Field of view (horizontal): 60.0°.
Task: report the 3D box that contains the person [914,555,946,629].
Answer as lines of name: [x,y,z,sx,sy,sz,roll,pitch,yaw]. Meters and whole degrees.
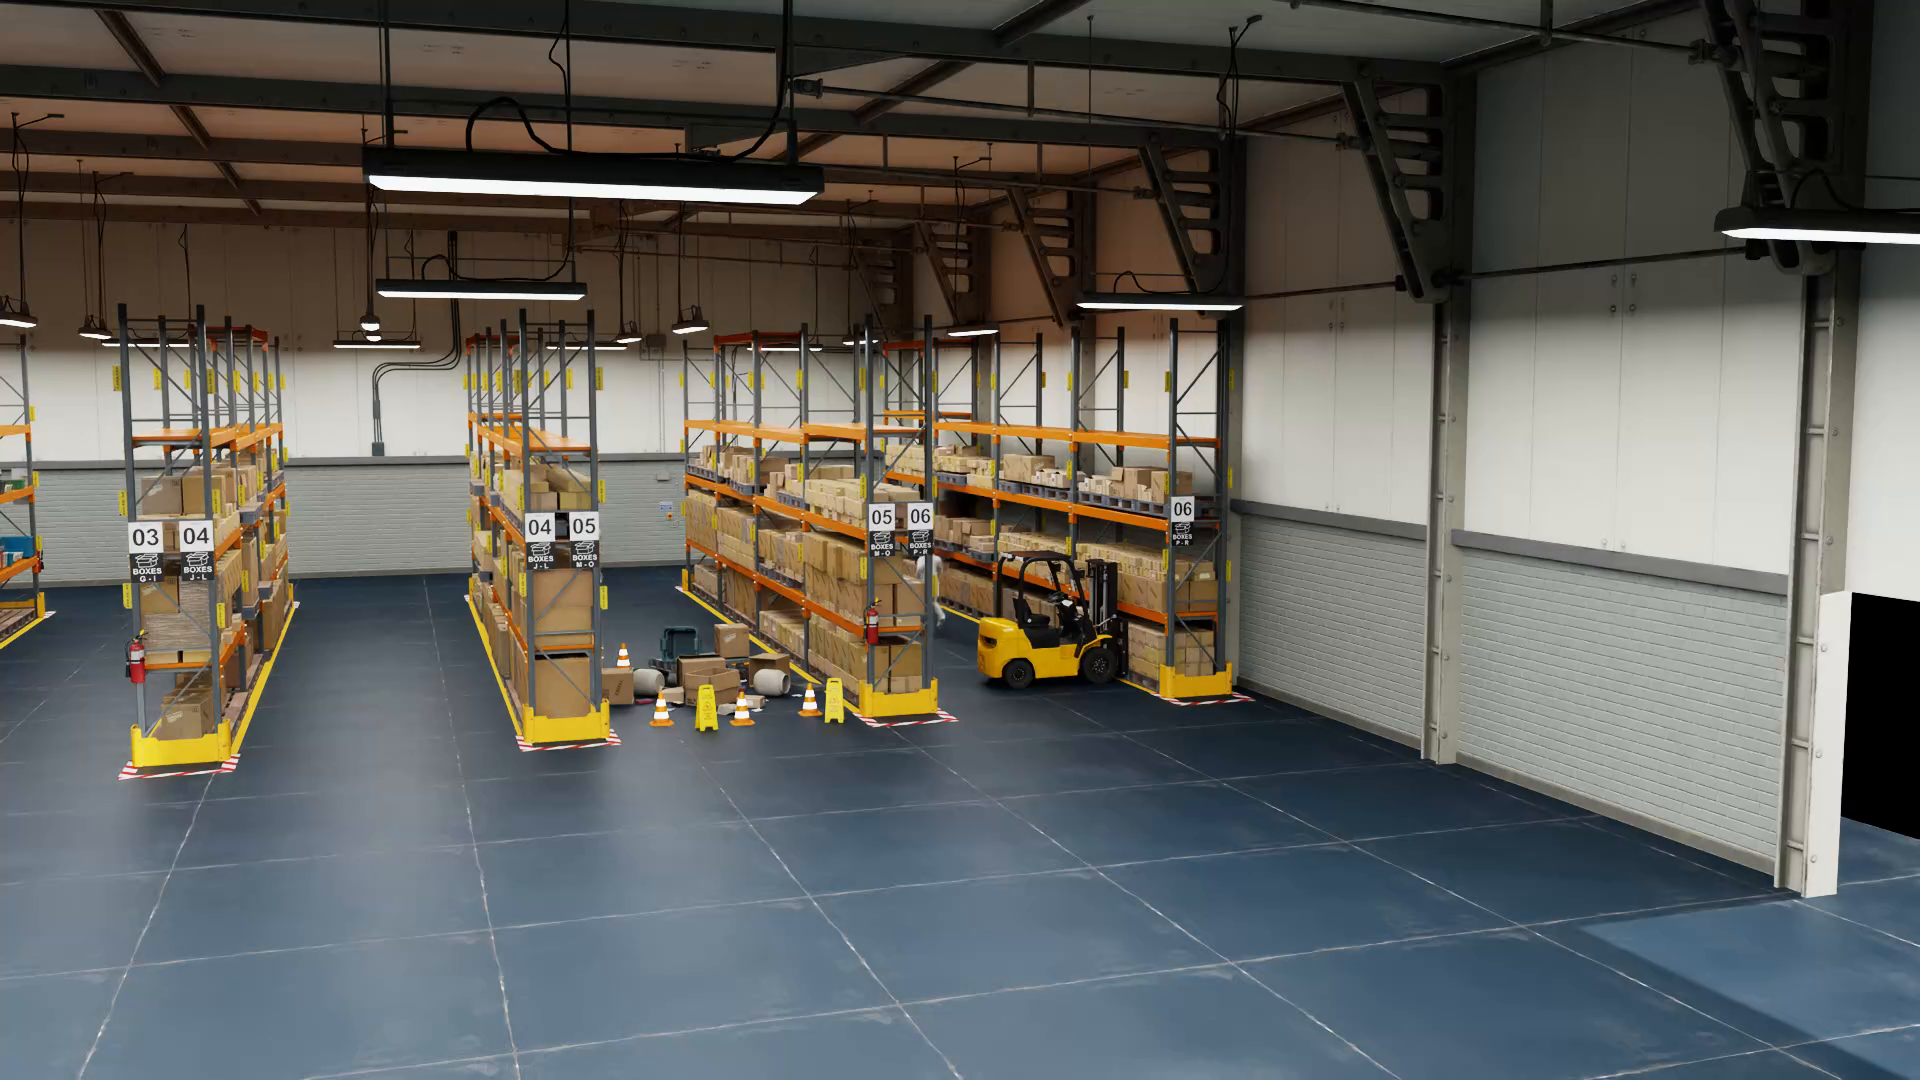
person: [-0.641,0.912,33.380,0.715,1.720,1.063,-3,6,-30]
